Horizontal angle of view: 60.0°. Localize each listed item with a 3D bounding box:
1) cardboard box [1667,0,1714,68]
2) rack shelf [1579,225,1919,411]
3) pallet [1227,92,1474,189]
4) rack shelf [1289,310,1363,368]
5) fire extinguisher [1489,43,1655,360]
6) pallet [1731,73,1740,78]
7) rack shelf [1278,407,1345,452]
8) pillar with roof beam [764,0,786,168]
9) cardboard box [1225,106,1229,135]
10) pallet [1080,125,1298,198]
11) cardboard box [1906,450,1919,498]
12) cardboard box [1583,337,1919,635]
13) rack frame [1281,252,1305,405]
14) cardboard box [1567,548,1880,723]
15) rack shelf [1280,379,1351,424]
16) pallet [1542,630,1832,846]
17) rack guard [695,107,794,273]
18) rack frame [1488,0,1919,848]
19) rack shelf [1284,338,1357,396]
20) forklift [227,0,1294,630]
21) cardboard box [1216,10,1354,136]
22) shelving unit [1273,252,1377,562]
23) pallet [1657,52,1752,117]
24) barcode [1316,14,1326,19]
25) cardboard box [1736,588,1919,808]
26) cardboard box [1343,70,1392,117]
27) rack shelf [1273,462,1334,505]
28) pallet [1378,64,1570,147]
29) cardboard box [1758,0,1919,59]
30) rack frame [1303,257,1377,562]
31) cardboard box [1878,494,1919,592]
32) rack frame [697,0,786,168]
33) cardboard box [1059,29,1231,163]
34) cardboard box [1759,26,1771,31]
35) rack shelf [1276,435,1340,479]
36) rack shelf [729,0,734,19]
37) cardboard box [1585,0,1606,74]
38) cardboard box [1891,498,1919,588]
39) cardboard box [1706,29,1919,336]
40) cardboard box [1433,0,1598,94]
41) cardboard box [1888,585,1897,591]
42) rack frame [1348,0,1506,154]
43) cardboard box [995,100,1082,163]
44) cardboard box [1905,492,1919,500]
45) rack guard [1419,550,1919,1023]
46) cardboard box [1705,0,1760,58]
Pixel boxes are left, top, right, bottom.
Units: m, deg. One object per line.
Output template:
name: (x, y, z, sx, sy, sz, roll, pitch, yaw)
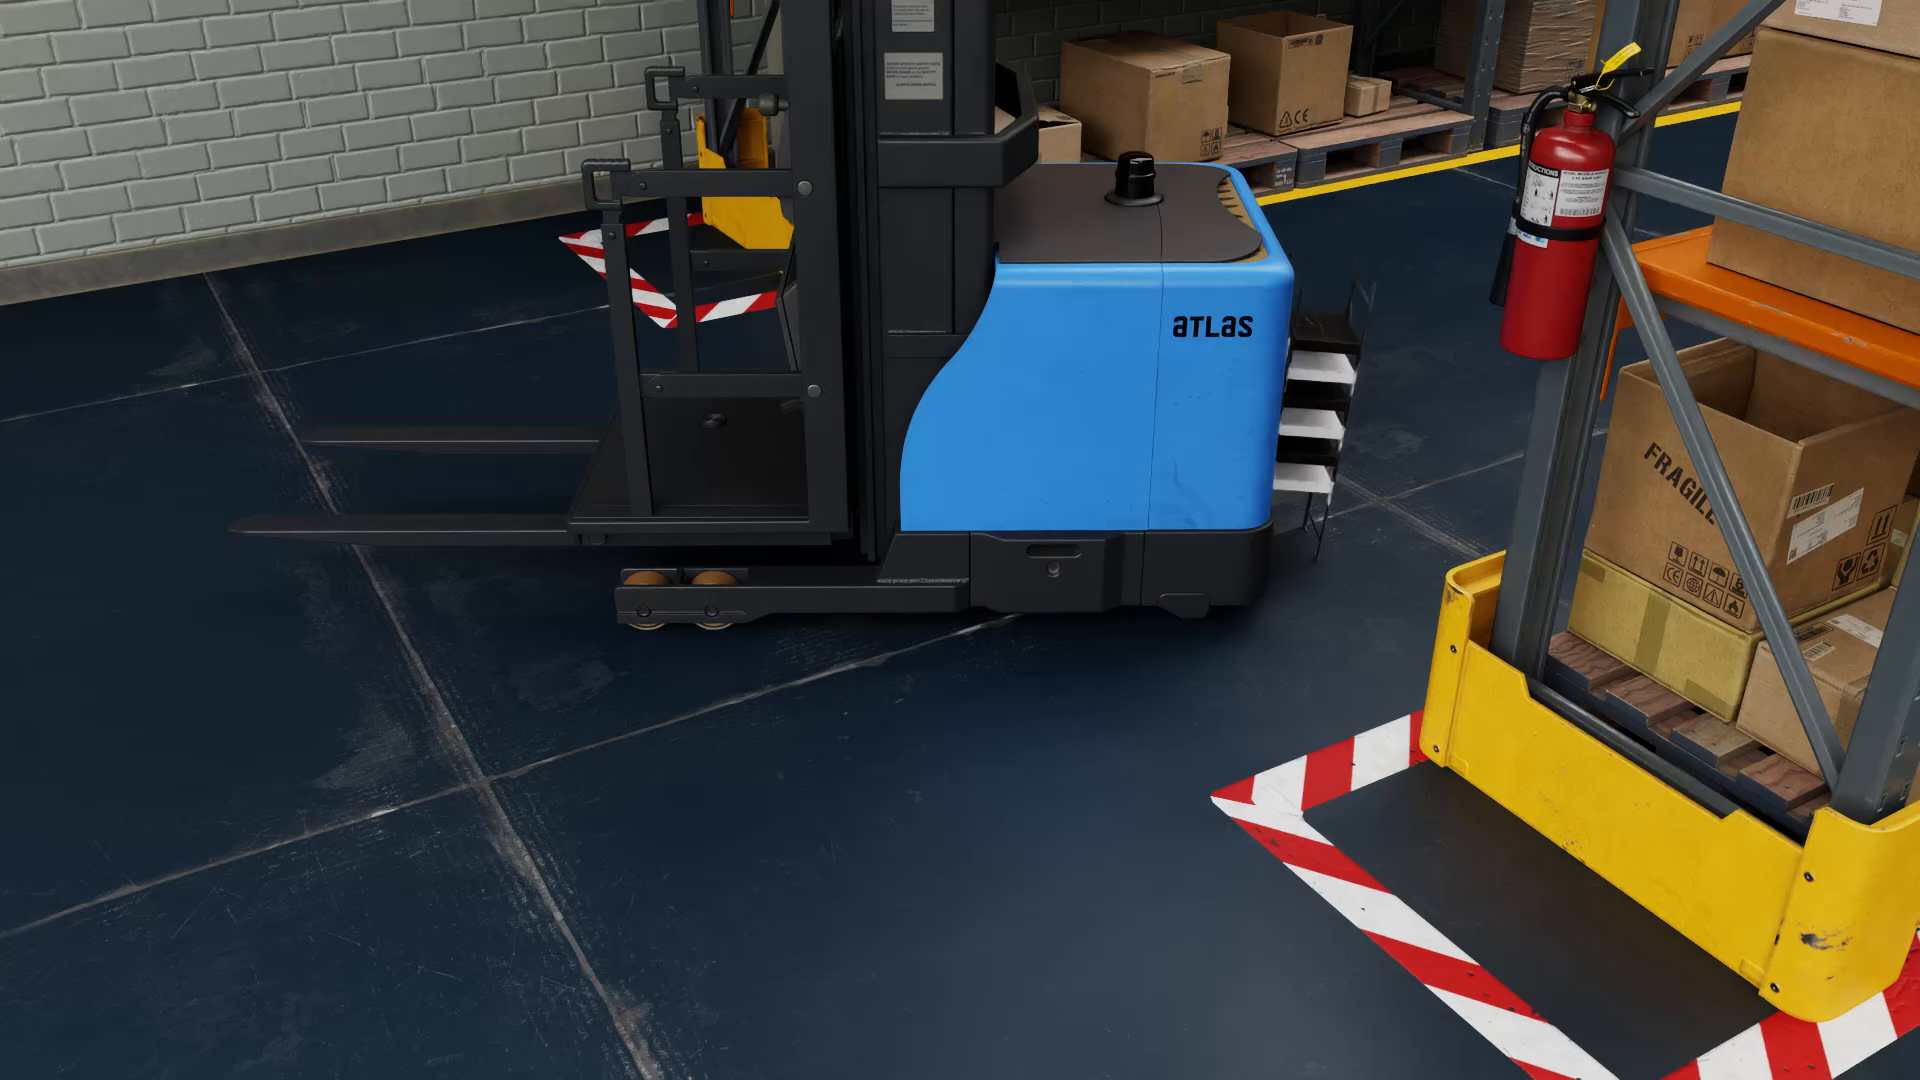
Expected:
cardboard box: (4.066, -3.177, 10.034, 0.500, 0.500, 0.700, -15, 32, -26)
rack shelf: (3.348, -0.769, 4.283, 4.000, 0.370, 1.077, -16, 33, -26)
pallet: (1.998, -2.236, 9.083, 1.213, 0.211, 1.003, -16, 33, -26)
rack shelf: (1.056, -0.598, 4.899, 0.200, 0.077, 0.258, 4, 29, -2)
fire extinguisher: (1.286, -0.725, 3.539, 0.183, 0.674, 0.296, -16, 33, -26)
pallet: (5.334, -3.204, 10.837, 1.213, 0.211, 1.003, -16, 33, -26)
rack shelf: (1.035, -0.362, 5.029, 0.200, 0.077, 0.258, 4, 29, -2)
pillar with roof beam: (1.457, -4.022, 3.224, 0.400, 9.000, 9.100, -16, 33, -26)
cardboard box: (1.170, -2.197, 8.622, 0.250, 0.149, 0.380, -19, 34, -30)
pallet: (0.945, -1.936, 8.539, 1.213, 0.211, 1.003, -16, 33, -26)
cardboard box: (2.790, -0.409, 4.521, 0.500, 0.500, 0.500, -16, 33, -26)
cardboard box: (1.935, -0.158, 4.067, 0.500, 0.500, 0.500, -16, 33, -26)
rack frame: (0.936, -0.398, 5.009, 0.006, 0.900, 0.240, 4, 29, -2)
cardboard box: (1.936, 0.171, 4.246, 0.500, 0.250, 0.500, -16, 33, -26)
rack shelf: (1.042, -0.441, 4.986, 0.200, 0.077, 0.258, 4, 29, -2)
pallet: (2.262, 0.422, 4.267, 1.213, 0.211, 1.003, -16, 33, -26)
rack guard: (-0.824, -1.581, 7.598, 0.348, 0.500, 1.175, -16, 33, -26)
rack frame: (1.624, -0.594, 3.222, 0.127, 3.000, 1.000, -16, 33, -26)
rack shelf: (1.049, -0.519, 4.942, 0.200, 0.077, 0.258, 4, 29, -2)
forklift: (-0.622, -1.281, 4.538, 3.031, 2.935, 1.130, 0, 29, 0)
cardboard box: (1.685, -2.464, 8.741, 0.500, 0.500, 0.500, -19, 34, -30)
shelving unit: (1.037, -0.391, 5.013, 0.210, 0.900, 0.258, 4, 29, -2)
pallet: (4.283, -2.907, 10.299, 1.213, 0.211, 1.003, -16, 33, -26)
barcode: (1.972, -2.842, 9.096, 0.075, 0.075, 0.001, -16, 33, -26)
cardboard box: (2.199, 0.387, 3.855, 0.500, 0.250, 0.500, -16, 33, -26)
cardboard box: (2.113, -2.445, 9.053, 0.250, 0.166, 0.380, -21, 35, -33)
rack shelf: (1.021, -0.205, 5.116, 0.200, 0.077, 0.258, 4, 29, -2)
pallet: (3.230, -2.606, 9.754, 1.213, 0.211, 1.003, -16, 33, -26)
cardboard box: (1.856, -1.095, 3.355, 0.250, 0.149, 0.380, -16, 33, -27)
rack frame: (1.139, -0.385, 5.017, 0.006, 0.900, 0.240, 4, 29, -2)
cardboard box: (2.361, 0.044, 4.477, 0.500, 0.250, 0.500, -16, 33, -26)
rack frame: (-0.889, -2.657, 6.960, 0.127, 3.000, 1.000, -16, 33, -26)
cardboard box: (0.902, -2.185, 8.237, 0.500, 0.500, 0.700, -18, 34, -29)
cardboard box: (4.911, -3.438, 10.507, 0.500, 0.500, 0.700, -16, 33, -26)
rack shelf: (1.028, -0.284, 5.072, 0.200, 0.077, 0.258, 4, 29, -2)
rack shelf: (0.835, -2.832, 8.021, 4.000, 0.370, 1.077, -16, 33, -26)
cardboard box: (3.606, -3.069, 9.838, 0.500, 0.500, 0.700, -17, 33, -27)
cardboard box: (2.629, -0.064, 3.897, 0.500, 0.500, 0.500, -16, 33, -26)
cardboard box: (2.033, -0.747, 3.396, 0.500, 0.500, 0.700, -16, 33, -26)
cardboard box: (3.186, -2.921, 9.571, 0.500, 0.500, 0.700, -15, 32, -25)
cardboard box: (2.628, 0.263, 4.080, 0.500, 0.250, 0.500, -16, 33, -26)
rack frame: (2.559, -3.636, 8.734, 0.127, 3.000, 1.000, -16, 33, -26)
cardboard box: (0.244, -1.944, 7.995, 0.500, 0.311, 0.500, -13, 31, -22)
cardboard box: (2.791, -0.079, 4.700, 0.500, 0.250, 0.500, -16, 33, -26)
rack guard: (1.603, 0.506, 3.816, 0.348, 0.500, 1.175, -16, 33, -26)
cardboard box: (4.497, -3.304, 10.265, 0.500, 0.500, 0.700, -16, 33, -27)
